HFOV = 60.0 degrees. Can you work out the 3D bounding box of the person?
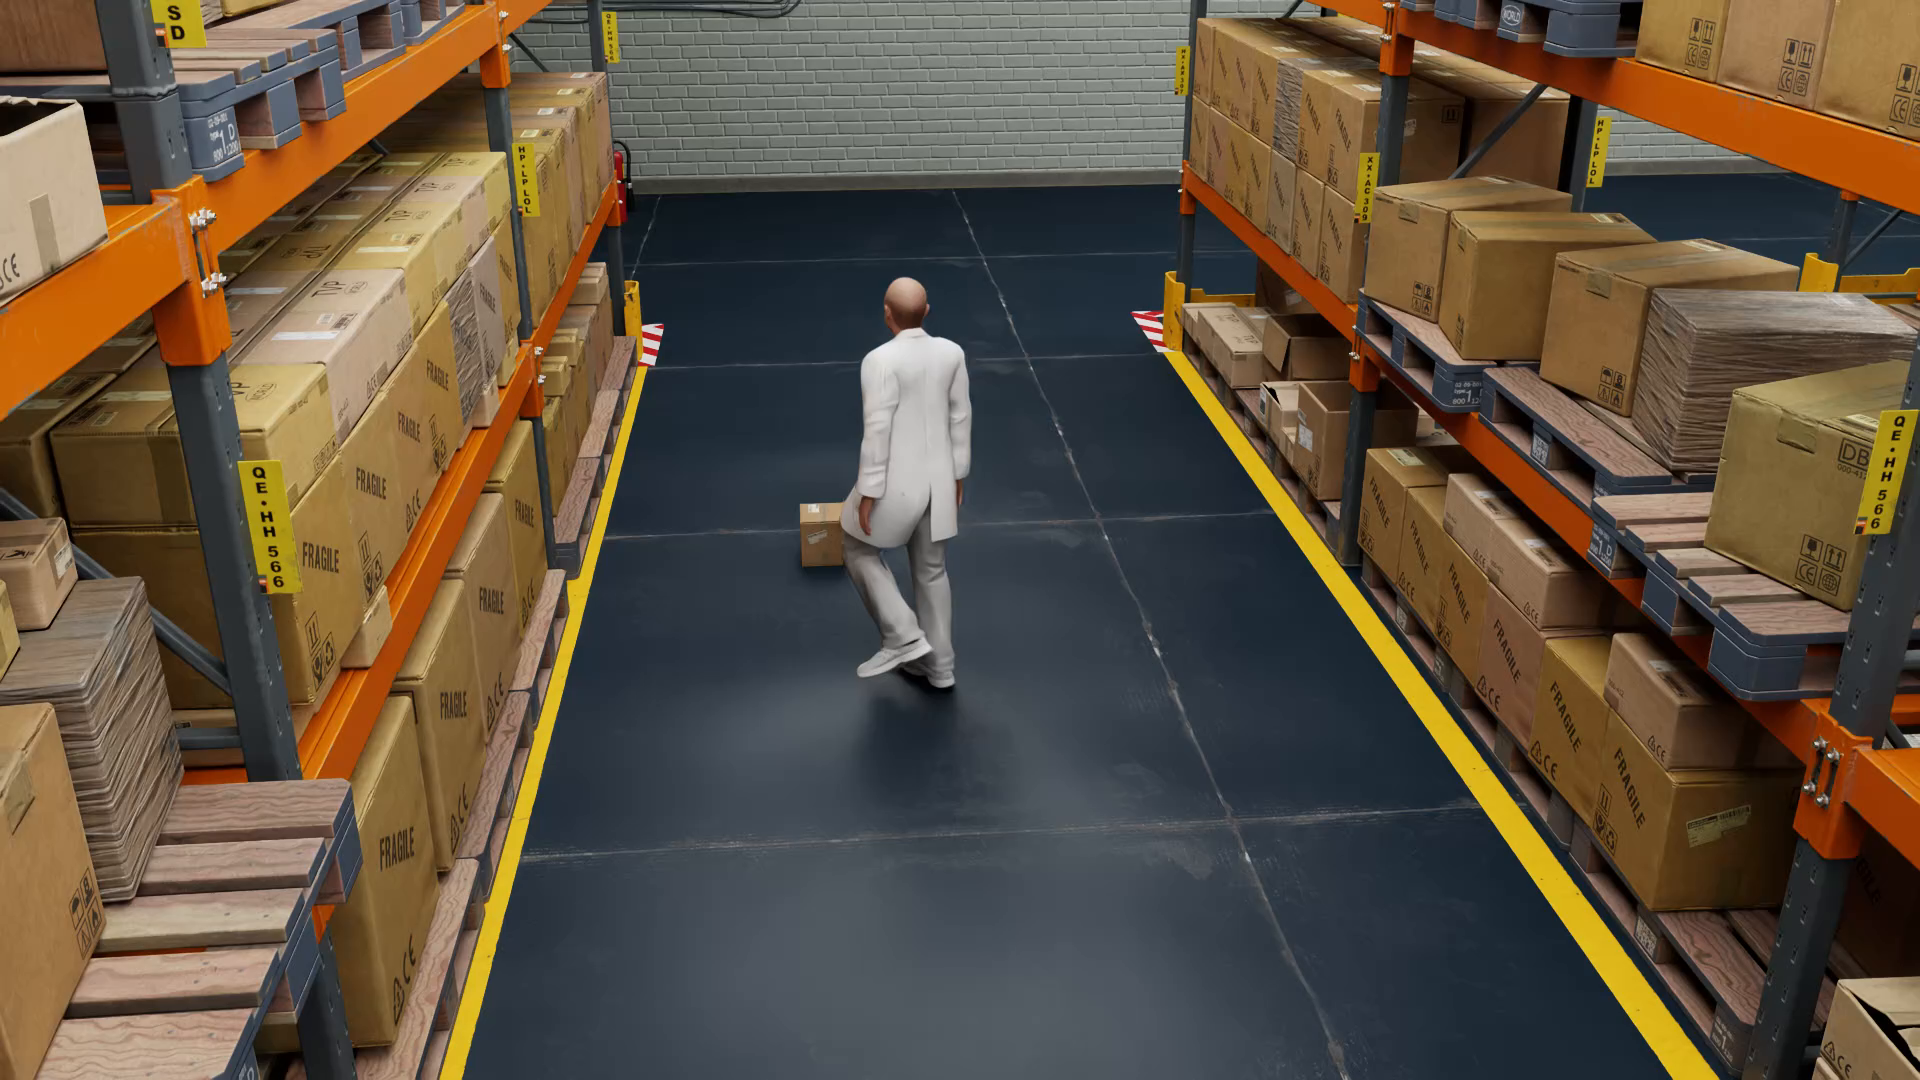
[{"bbox_3d":[-0.207,-0.231,7.115,0.635,1.768,0.521,-17,29,-34],"label":"person"}]
